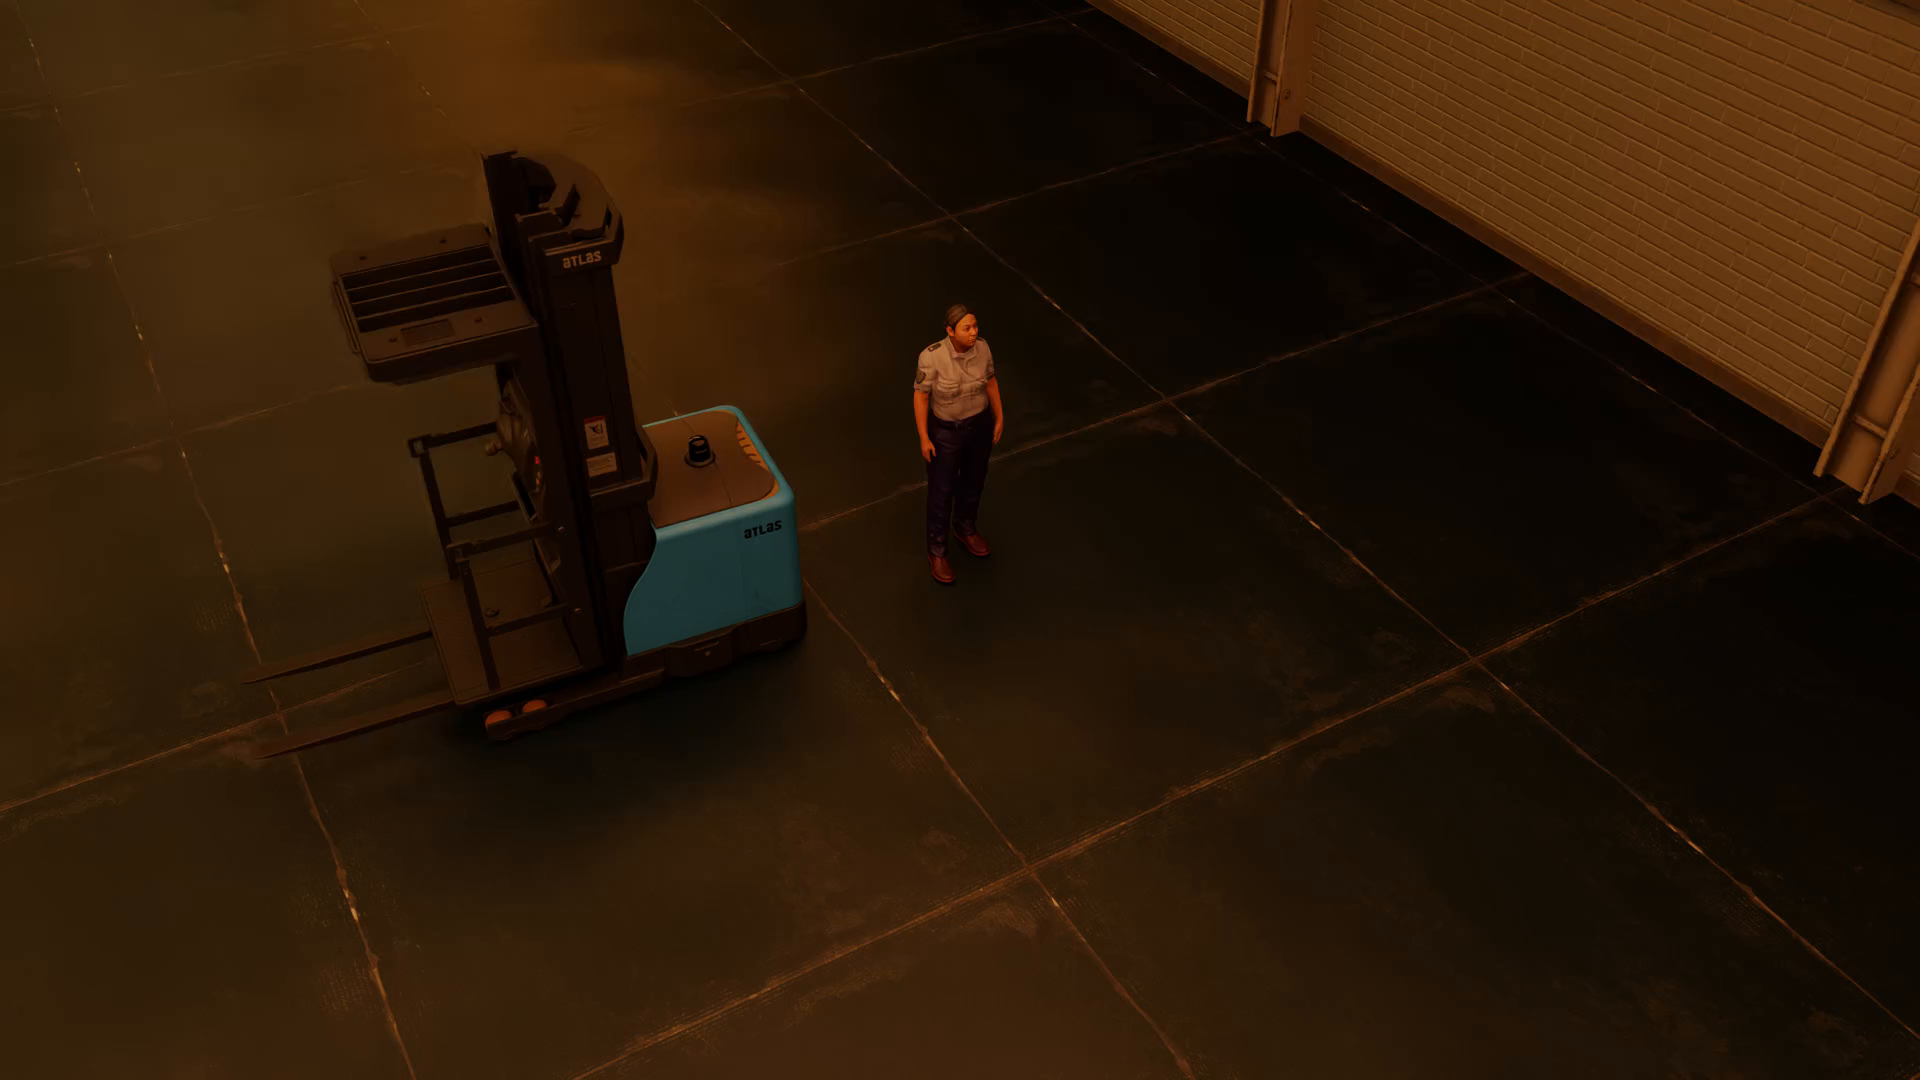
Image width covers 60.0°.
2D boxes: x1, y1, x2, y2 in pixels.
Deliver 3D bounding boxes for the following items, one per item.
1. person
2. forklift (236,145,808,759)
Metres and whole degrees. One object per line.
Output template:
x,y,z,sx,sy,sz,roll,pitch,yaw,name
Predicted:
0.025,-0.584,9.733,0.599,1.650,0.503,-20,44,-23,person
-2.440,-0.426,8.550,3.031,2.935,1.130,-17,42,-19,forklift
